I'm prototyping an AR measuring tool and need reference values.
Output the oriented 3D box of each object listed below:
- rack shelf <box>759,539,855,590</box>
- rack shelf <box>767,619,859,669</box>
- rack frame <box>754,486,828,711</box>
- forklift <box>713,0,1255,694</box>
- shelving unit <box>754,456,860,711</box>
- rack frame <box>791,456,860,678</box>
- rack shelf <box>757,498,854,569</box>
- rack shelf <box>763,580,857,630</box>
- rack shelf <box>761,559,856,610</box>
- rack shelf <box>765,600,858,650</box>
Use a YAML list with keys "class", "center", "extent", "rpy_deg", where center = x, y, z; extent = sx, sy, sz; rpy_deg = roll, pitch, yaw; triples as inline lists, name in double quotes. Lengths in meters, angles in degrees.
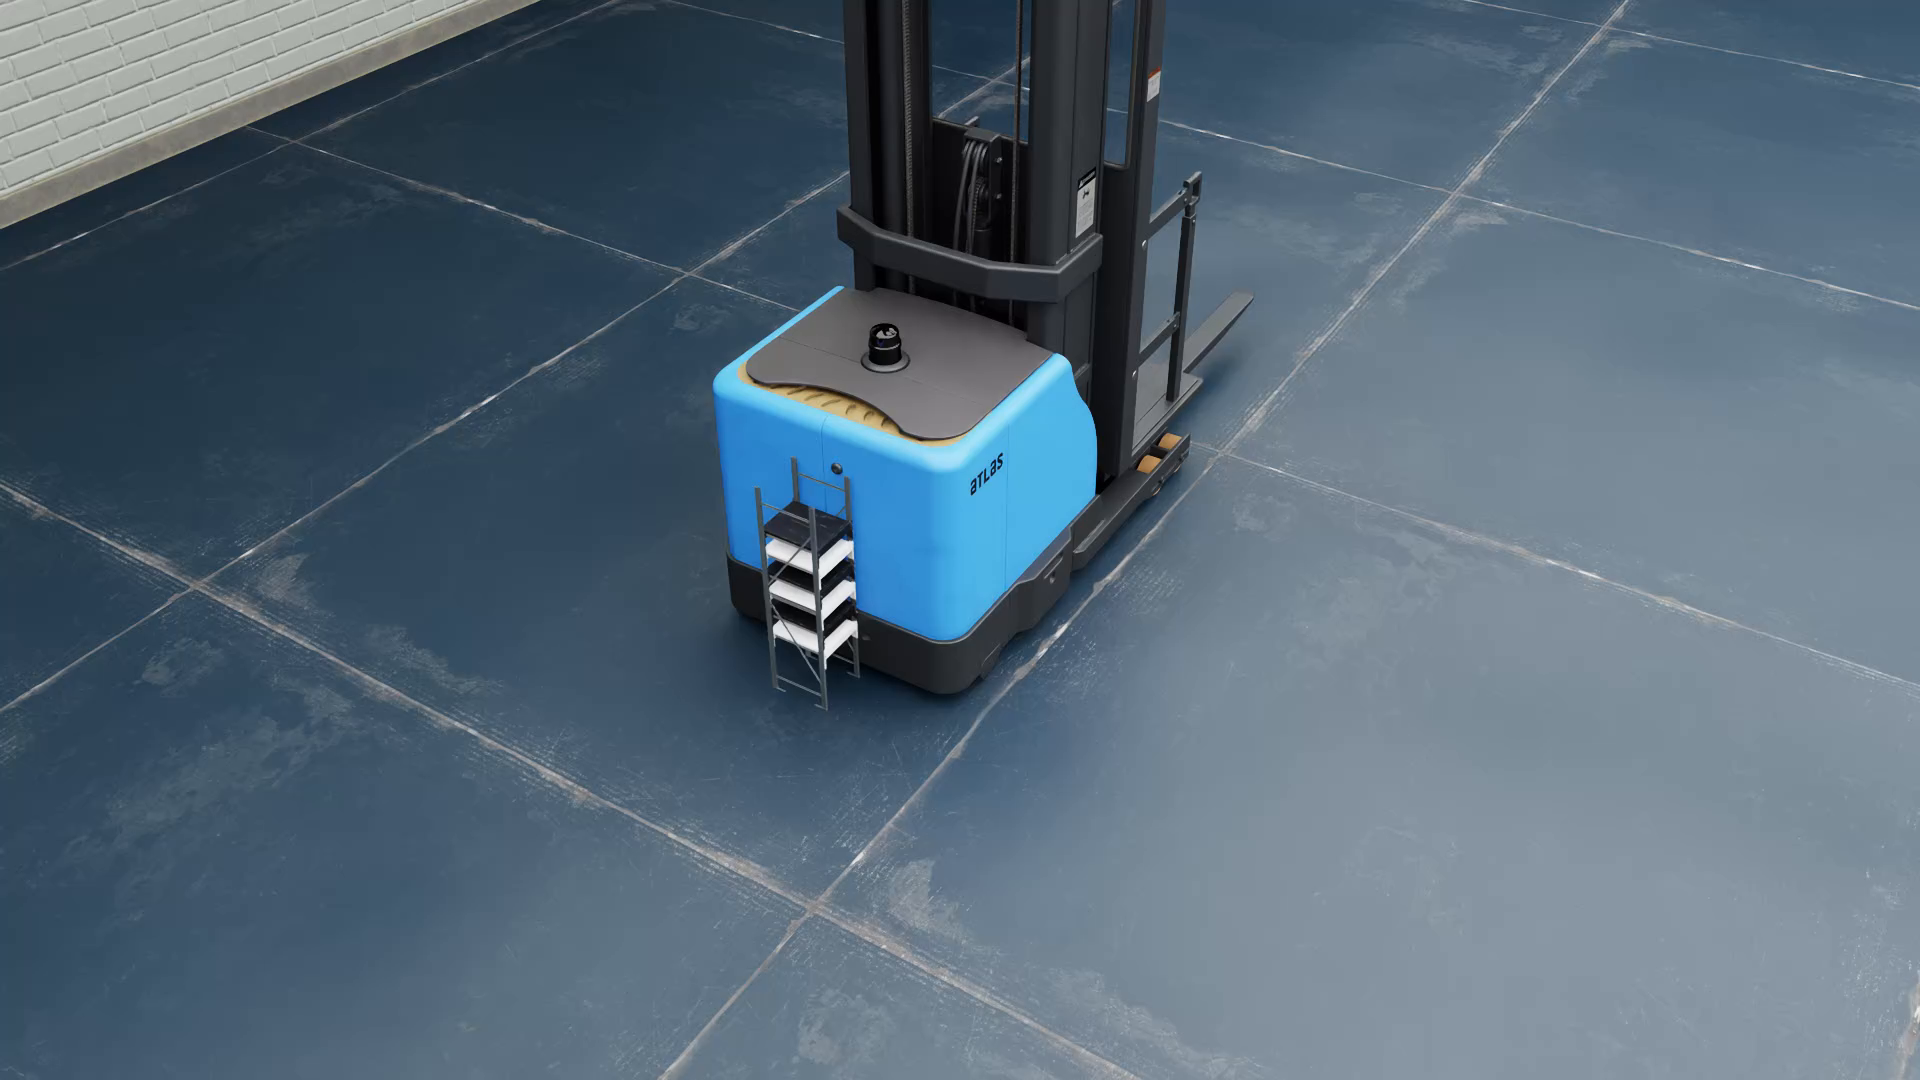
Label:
- class: "rack shelf"
  center: [-0.524, 0.048, 5.711]
  extent: [0.258, 0.077, 0.200]
  rpy_deg: [21, 42, 24]
- class: "rack shelf"
  center: [-0.524, 0.333, 5.931]
  extent: [0.258, 0.077, 0.200]
  rpy_deg: [21, 42, 24]
- class: "rack frame"
  center: [-0.577, 0.217, 5.732]
  extent: [0.240, 0.900, 0.006]
  rpy_deg: [21, 42, 24]
- class: "forklift"
  center: [0.326, -1.485, 6.276]
  extent: [1.130, 2.935, 3.031]
  rpy_deg: [21, 42, 24]
- class: "shelving unit"
  center: [-0.524, 0.164, 5.801]
  extent: [0.258, 0.900, 0.210]
  rpy_deg: [21, 42, 24]
- class: "rack frame"
  center: [-0.471, 0.111, 5.869]
  extent: [0.240, 0.900, 0.006]
  rpy_deg: [21, 42, 24]
- class: "rack shelf"
  center: [-0.524, -0.024, 5.656]
  extent: [0.258, 0.077, 0.200]
  rpy_deg: [21, 42, 24]
- class: "rack shelf"
  center: [-0.524, 0.190, 5.821]
  extent: [0.258, 0.077, 0.200]
  rpy_deg: [21, 42, 24]
- class: "rack shelf"
  center: [-0.524, 0.119, 5.766]
  extent: [0.258, 0.077, 0.200]
  rpy_deg: [21, 42, 24]
- class: "rack shelf"
  center: [-0.524, 0.261, 5.876]
  extent: [0.258, 0.077, 0.200]
  rpy_deg: [21, 42, 24]
